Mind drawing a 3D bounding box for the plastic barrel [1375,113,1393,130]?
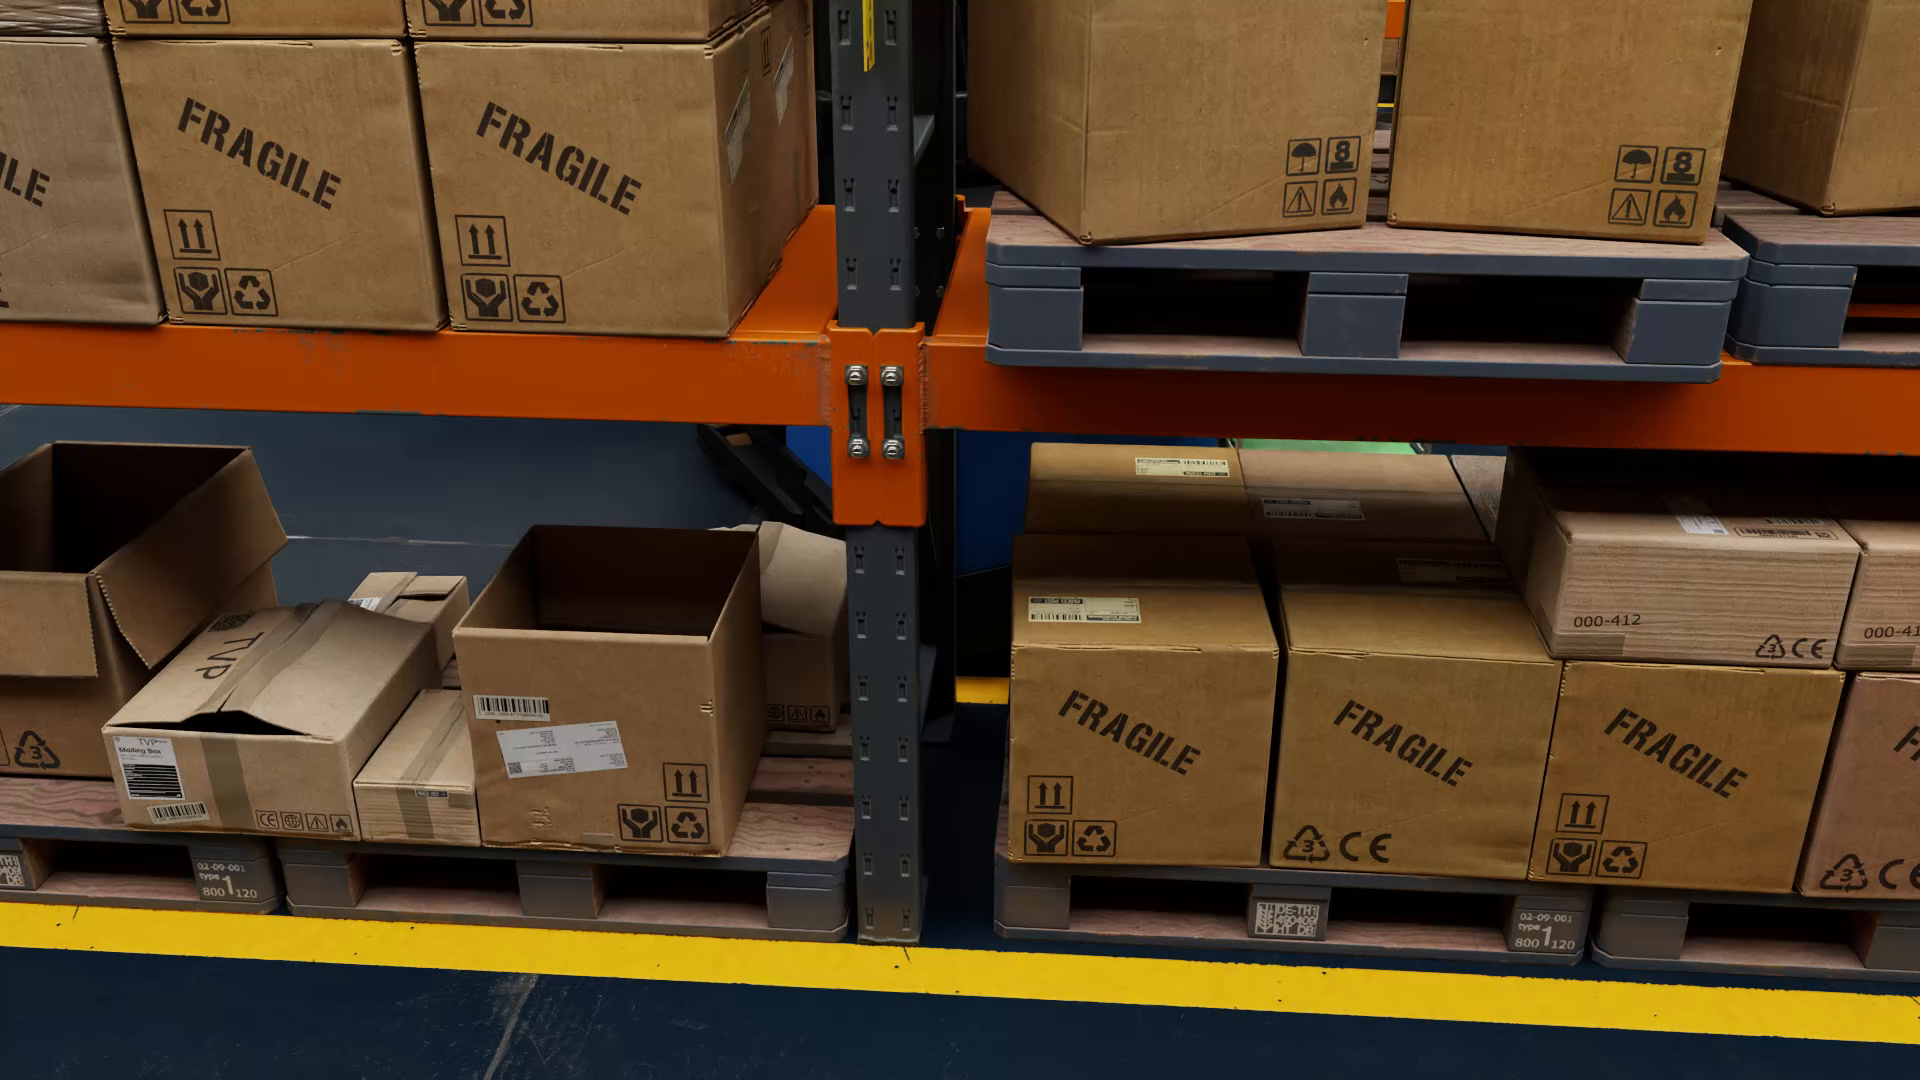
[{"bbox_3d":[2.076,-1.756,7.952,0.421,0.512,0.421,0,25,0],"label":"plastic barrel"}]

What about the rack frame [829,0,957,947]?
[{"bbox_3d":[-0.110,-0.734,3.256,0.127,3.000,1.000,2,25,4],"label":"rack frame"}]

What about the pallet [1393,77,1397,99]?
[{"bbox_3d":[3.860,-3.524,12.656,1.213,0.211,1.003,2,25,4],"label":"pallet"}]

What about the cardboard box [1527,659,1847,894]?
[{"bbox_3d":[1.384,0.351,3.364,0.500,0.500,0.500,2,25,5],"label":"cardboard box"}]

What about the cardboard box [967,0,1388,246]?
[{"bbox_3d":[0.345,-0.861,2.912,0.500,0.500,0.700,-6,25,-14],"label":"cardboard box"}]

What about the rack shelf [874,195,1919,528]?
[{"bbox_3d":[1.884,-0.343,3.267,4.000,0.370,1.077,2,25,4],"label":"rack shelf"}]

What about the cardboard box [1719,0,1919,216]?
[{"bbox_3d":[1.656,-0.939,3.080,0.500,0.500,0.700,-4,25,-9],"label":"cardboard box"}]

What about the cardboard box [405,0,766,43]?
[{"bbox_3d":[-0.634,-1.142,2.827,0.500,0.500,0.500,2,25,4],"label":"cardboard box"}]

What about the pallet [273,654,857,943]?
[{"bbox_3d":[-0.795,0.511,3.888,1.213,0.211,1.003,2,25,4],"label":"pallet"}]

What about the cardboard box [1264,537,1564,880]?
[{"bbox_3d":[0.886,0.332,3.405,0.500,0.500,0.500,2,25,5],"label":"cardboard box"}]

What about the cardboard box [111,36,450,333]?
[{"bbox_3d":[-1.142,-0.704,3.072,0.500,0.500,0.500,3,25,5],"label":"cardboard box"}]

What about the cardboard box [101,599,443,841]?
[{"bbox_3d":[-1.448,0.364,3.561,0.500,0.311,0.500,2,25,4],"label":"cardboard box"}]

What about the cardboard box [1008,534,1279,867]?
[{"bbox_3d":[0.354,0.319,3.432,0.500,0.500,0.500,1,25,2],"label":"cardboard box"}]

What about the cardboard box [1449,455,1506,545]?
[{"bbox_3d":[1.396,0.134,3.835,0.500,0.500,0.500,2,25,5],"label":"cardboard box"}]

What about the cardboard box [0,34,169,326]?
[{"bbox_3d":[-1.655,-0.720,3.106,0.500,0.500,0.500,2,25,5],"label":"cardboard box"}]

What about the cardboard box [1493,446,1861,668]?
[{"bbox_3d":[1.351,0.010,3.206,0.500,0.250,0.500,2,25,4],"label":"cardboard box"}]

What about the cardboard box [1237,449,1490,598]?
[{"bbox_3d":[0.896,0.118,3.870,0.500,0.500,0.500,2,25,4],"label":"cardboard box"}]

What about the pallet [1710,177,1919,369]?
[{"bbox_3d":[1.939,-0.579,3.149,1.213,0.211,1.003,2,25,4],"label":"pallet"}]

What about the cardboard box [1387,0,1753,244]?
[{"bbox_3d":[1.036,-0.866,2.921,0.500,0.500,0.700,6,25,12],"label":"cardboard box"}]

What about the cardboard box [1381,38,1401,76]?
[{"bbox_3d":[3.066,-4.022,12.443,0.875,0.875,1.225,2,25,4],"label":"cardboard box"}]

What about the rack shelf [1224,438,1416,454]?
[{"bbox_3d":[0.948,-0.190,4.381,0.480,0.148,0.258,-1,25,-3],"label":"rack shelf"}]

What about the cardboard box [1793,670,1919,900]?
[{"bbox_3d":[1.888,0.367,3.328,0.500,0.500,0.500,1,25,2],"label":"cardboard box"}]

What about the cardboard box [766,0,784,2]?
[{"bbox_3d":[-0.558,-1.366,3.314,0.500,0.500,0.500,2,25,5],"label":"cardboard box"}]

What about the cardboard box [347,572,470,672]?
[{"bbox_3d":[-1.375,0.227,4.032,0.250,0.166,0.380,2,25,4],"label":"cardboard box"}]

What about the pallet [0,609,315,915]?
[{"bbox_3d":[-2.014,0.473,3.970,1.213,0.211,1.003,2,25,4],"label":"pallet"}]

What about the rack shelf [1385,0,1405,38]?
[{"bbox_3d":[2.267,-2.407,7.754,4.000,0.370,1.077,2,25,4],"label":"rack shelf"}]

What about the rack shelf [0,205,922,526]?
[{"bbox_3d":[-2.104,-0.471,3.545,4.000,0.370,1.077,2,25,4],"label":"rack shelf"}]

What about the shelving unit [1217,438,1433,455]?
[{"bbox_3d":[0.948,-0.248,4.354,0.503,1.200,0.258,-1,25,-3],"label":"shelving unit"}]

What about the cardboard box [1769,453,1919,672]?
[{"bbox_3d":[1.851,0.026,3.171,0.500,0.250,0.500,1,25,3],"label":"cardboard box"}]

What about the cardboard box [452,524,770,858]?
[{"bbox_3d":[-0.700,0.302,3.469,0.500,0.500,0.500,2,25,4],"label":"cardboard box"}]

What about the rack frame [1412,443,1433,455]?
[{"bbox_3d":[1.191,-0.253,4.365,0.015,1.200,0.240,-1,25,-3],"label":"rack frame"}]

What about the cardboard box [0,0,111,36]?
[{"bbox_3d":[-1.647,-1.173,2.895,0.500,0.500,0.500,2,25,4],"label":"cardboard box"}]

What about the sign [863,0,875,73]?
[{"bbox_3d":[-0.144,-0.900,2.583,0.005,0.325,0.100,2,25,4],"label":"sign"}]

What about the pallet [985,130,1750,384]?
[{"bbox_3d":[0.678,-0.575,3.142,1.213,0.211,1.003,2,25,4],"label":"pallet"}]

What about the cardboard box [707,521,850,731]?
[{"bbox_3d":[-0.512,0.184,3.951,0.500,0.311,0.500,2,25,4],"label":"cardboard box"}]

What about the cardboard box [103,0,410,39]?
[{"bbox_3d":[-1.145,-1.157,2.860,0.500,0.500,0.500,1,25,3],"label":"cardboard box"}]

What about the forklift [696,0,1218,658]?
[{"bbox_3d":[-0.272,-1.601,5.223,1.130,2.935,3.031,-11,27,-23],"label":"forklift"}]

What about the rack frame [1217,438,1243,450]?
[{"bbox_3d":[0.704,-0.243,4.343,0.015,1.200,0.240,-1,25,-3],"label":"rack frame"}]

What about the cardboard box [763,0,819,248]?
[{"bbox_3d":[-0.597,-0.909,3.517,0.500,0.500,0.500,2,25,5],"label":"cardboard box"}]

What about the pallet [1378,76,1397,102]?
[{"bbox_3d":[2.647,-3.564,12.744,1.213,0.211,1.003,2,25,4],"label":"pallet"}]

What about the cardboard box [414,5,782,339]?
[{"bbox_3d":[-0.628,-0.688,3.037,0.500,0.500,0.500,2,25,5],"label":"cardboard box"}]

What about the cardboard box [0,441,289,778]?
[{"bbox_3d":[-1.984,0.143,3.812,0.637,0.503,0.797,2,25,4],"label":"cardboard box"}]

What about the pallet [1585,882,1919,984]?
[{"bbox_3d":[1.924,0.581,3.734,1.213,0.211,1.003,2,25,4],"label":"pallet"}]

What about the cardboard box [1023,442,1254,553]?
[{"bbox_3d":[0.404,0.098,3.912,0.500,0.500,0.500,2,25,4],"label":"cardboard box"}]

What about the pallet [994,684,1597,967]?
[{"bbox_3d":[0.704,0.543,3.817,1.213,0.211,1.003,2,25,4],"label":"pallet"}]

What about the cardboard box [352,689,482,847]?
[{"bbox_3d":[-1.078,0.475,3.514,0.250,0.149,0.380,2,25,4],"label":"cardboard box"}]
